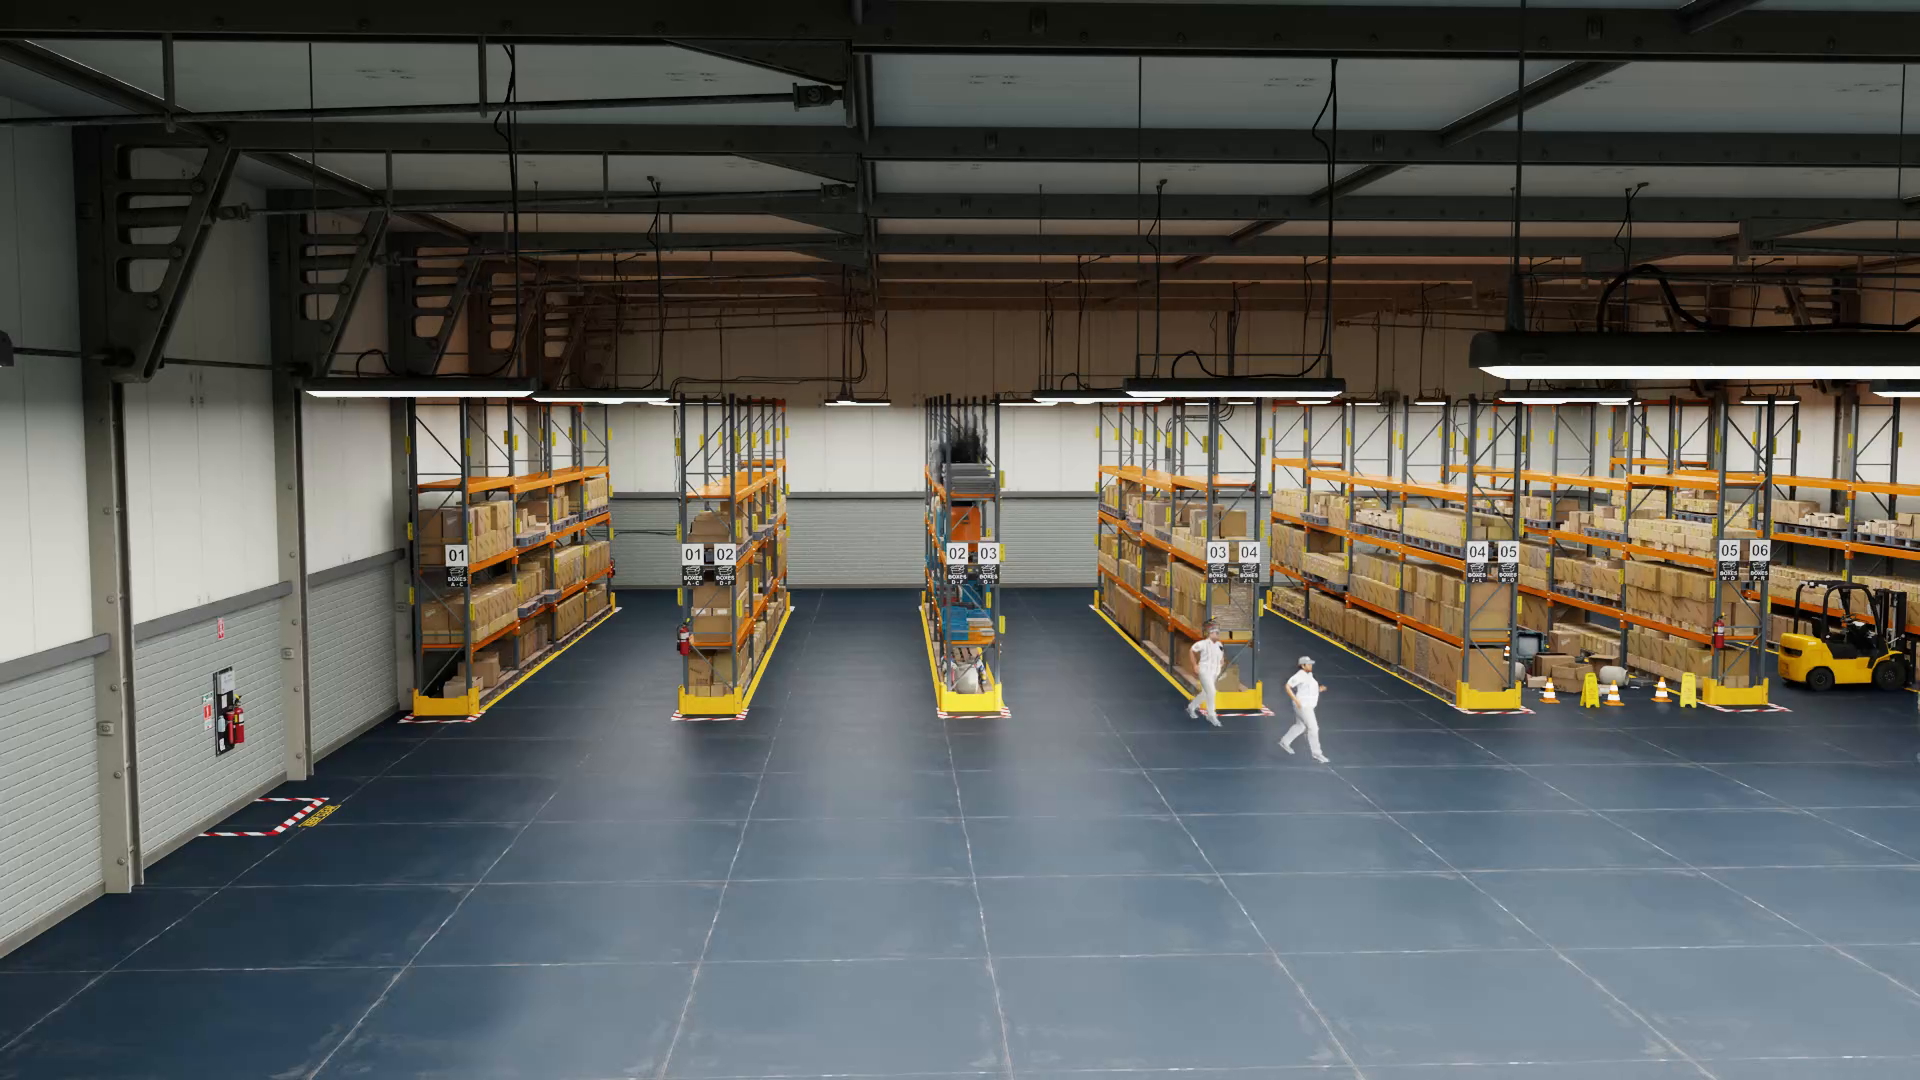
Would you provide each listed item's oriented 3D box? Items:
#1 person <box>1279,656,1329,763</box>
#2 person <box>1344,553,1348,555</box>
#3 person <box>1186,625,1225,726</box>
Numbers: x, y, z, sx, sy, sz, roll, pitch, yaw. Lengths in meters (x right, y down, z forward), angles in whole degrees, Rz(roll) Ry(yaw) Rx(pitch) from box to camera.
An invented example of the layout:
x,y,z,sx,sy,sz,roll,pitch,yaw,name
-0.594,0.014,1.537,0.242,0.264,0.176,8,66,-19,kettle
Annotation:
x,y,z,sx,sy,sz,roll,pitch,yaw,name
5.612,2.737,27.110,0.895,1.689,0.594,2,5,27,person
11.500,1.031,49.219,0.622,1.629,0.592,0,5,1,person
4.585,2.443,30.446,0.694,1.763,0.908,-4,6,-41,person
